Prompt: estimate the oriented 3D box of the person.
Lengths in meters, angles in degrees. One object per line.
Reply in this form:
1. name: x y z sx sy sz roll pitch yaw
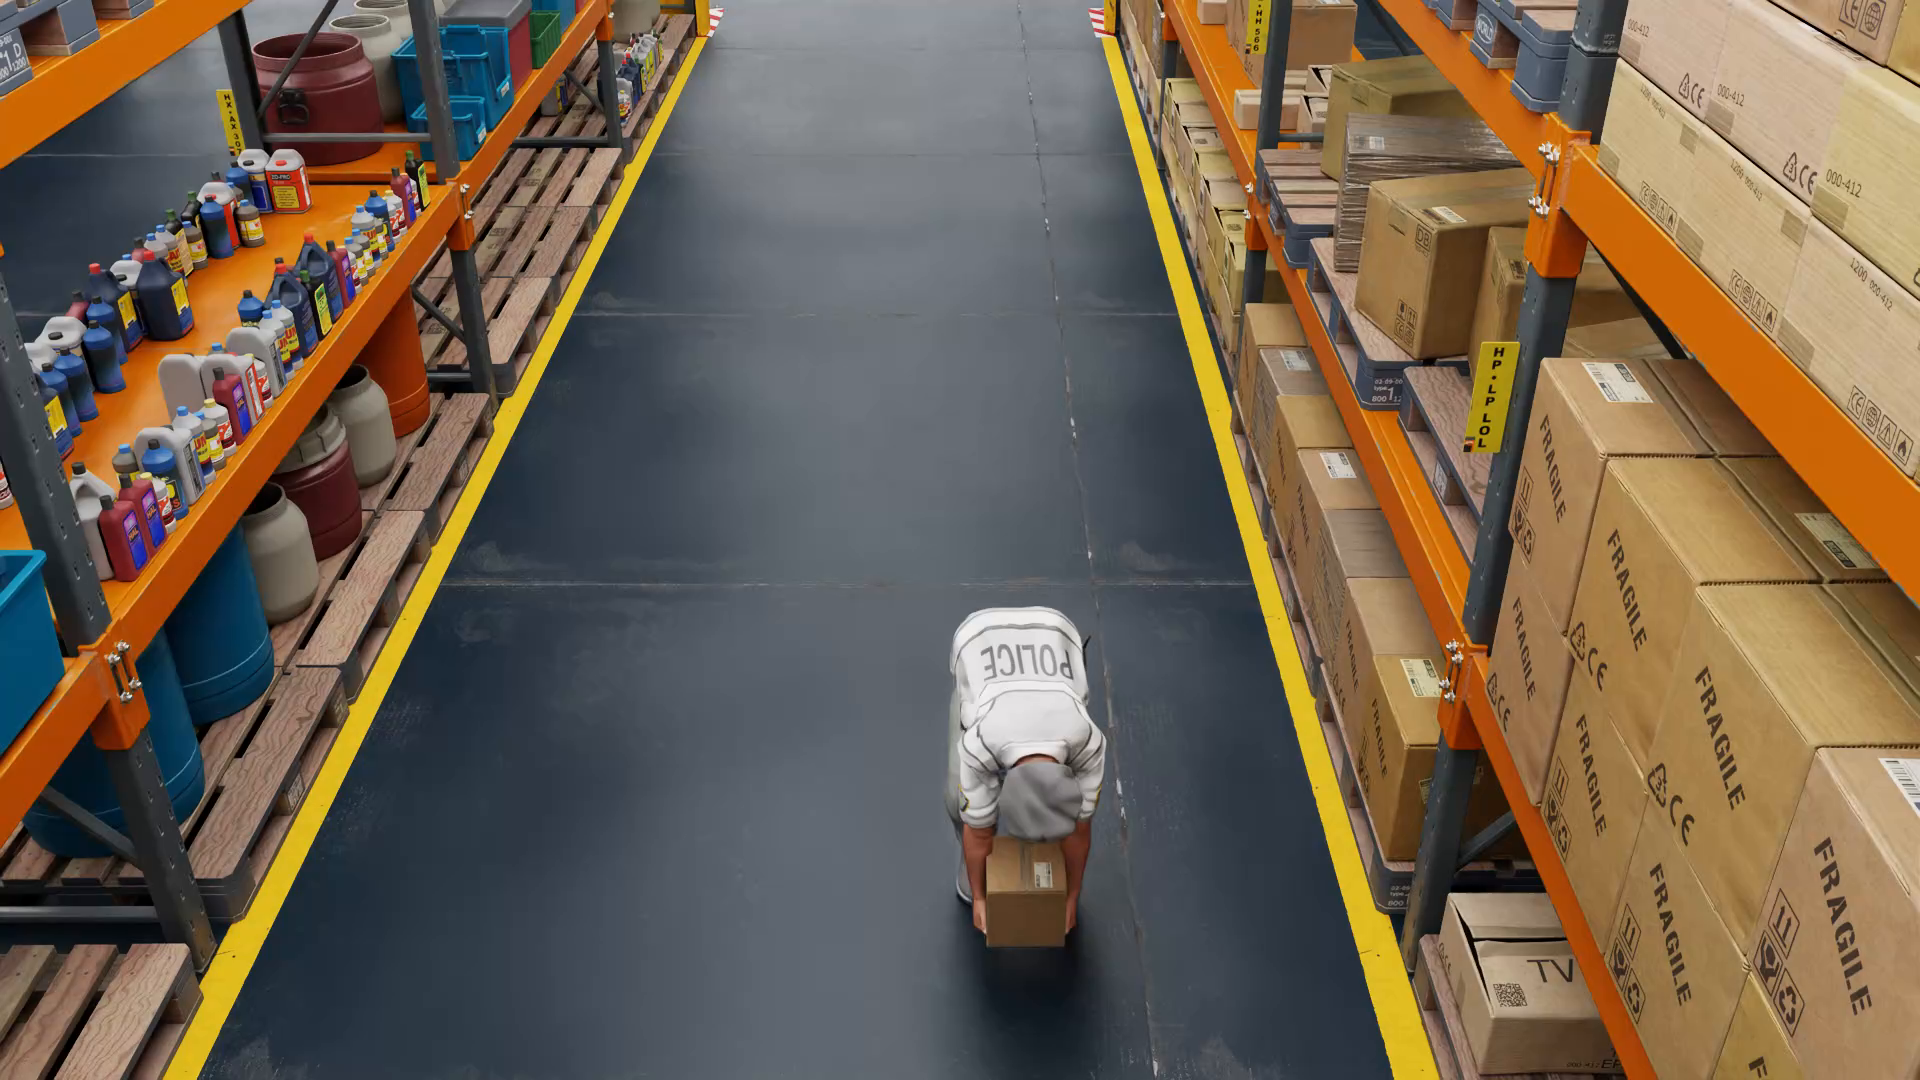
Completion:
1. person: 0.199 0.838 5.400 0.499 1.081 1.043 -1 31 -2
